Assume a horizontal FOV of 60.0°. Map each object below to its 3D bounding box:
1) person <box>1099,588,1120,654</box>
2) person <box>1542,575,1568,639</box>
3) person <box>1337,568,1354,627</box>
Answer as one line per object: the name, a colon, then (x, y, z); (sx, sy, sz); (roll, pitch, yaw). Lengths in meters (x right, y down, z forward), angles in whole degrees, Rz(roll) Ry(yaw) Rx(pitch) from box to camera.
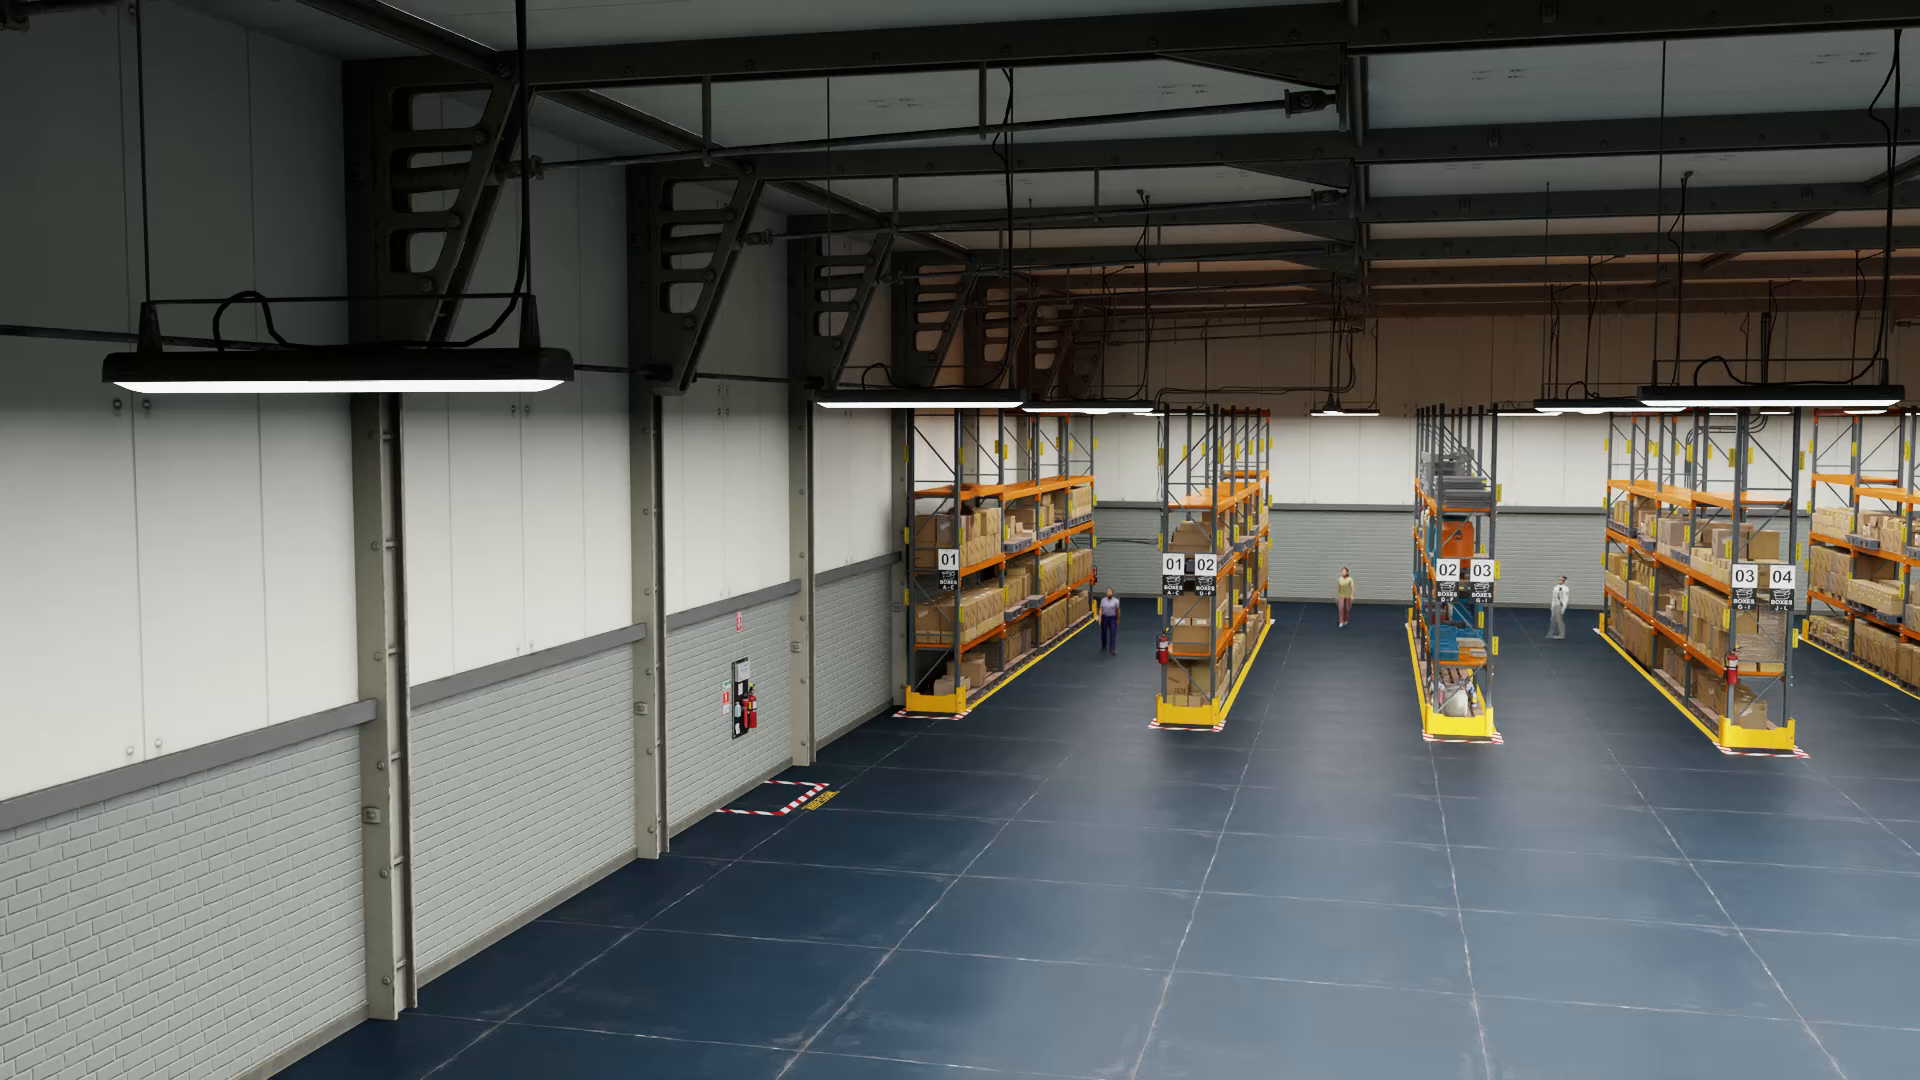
person: (3.656, 1.964, 40.630); (0.527, 1.599, 0.940); (0, 4, 4)
person: (15.538, 1.751, 43.346); (0.556, 1.705, 0.474); (0, 4, -4)
person: (10.604, 1.570, 45.744); (0.457, 1.613, 1.039); (1, 4, 11)
